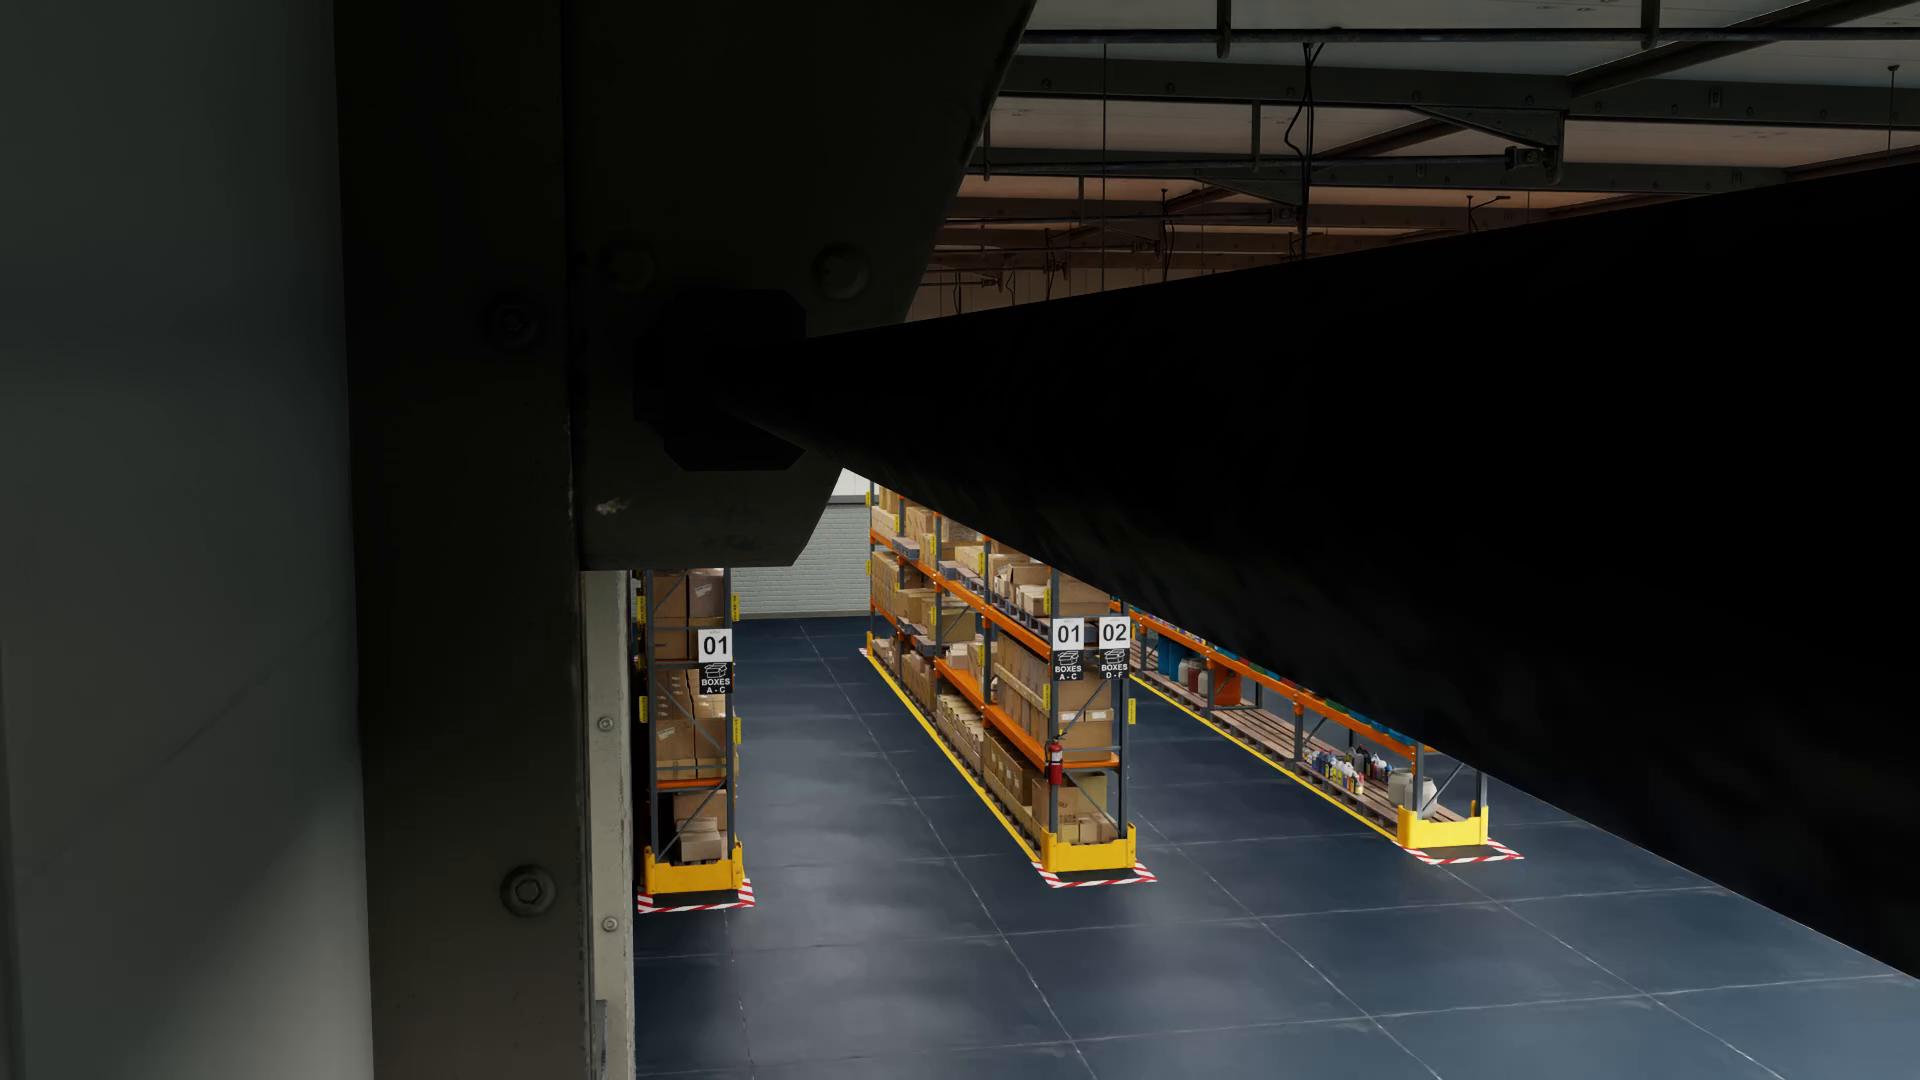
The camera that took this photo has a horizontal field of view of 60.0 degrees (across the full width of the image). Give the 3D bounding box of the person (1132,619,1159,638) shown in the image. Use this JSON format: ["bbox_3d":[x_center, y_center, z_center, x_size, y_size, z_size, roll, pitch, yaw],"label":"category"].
[{"bbox_3d":[4.222,1.455,38.715,0.971,1.622,0.445,2,6,15],"label":"person"}]
